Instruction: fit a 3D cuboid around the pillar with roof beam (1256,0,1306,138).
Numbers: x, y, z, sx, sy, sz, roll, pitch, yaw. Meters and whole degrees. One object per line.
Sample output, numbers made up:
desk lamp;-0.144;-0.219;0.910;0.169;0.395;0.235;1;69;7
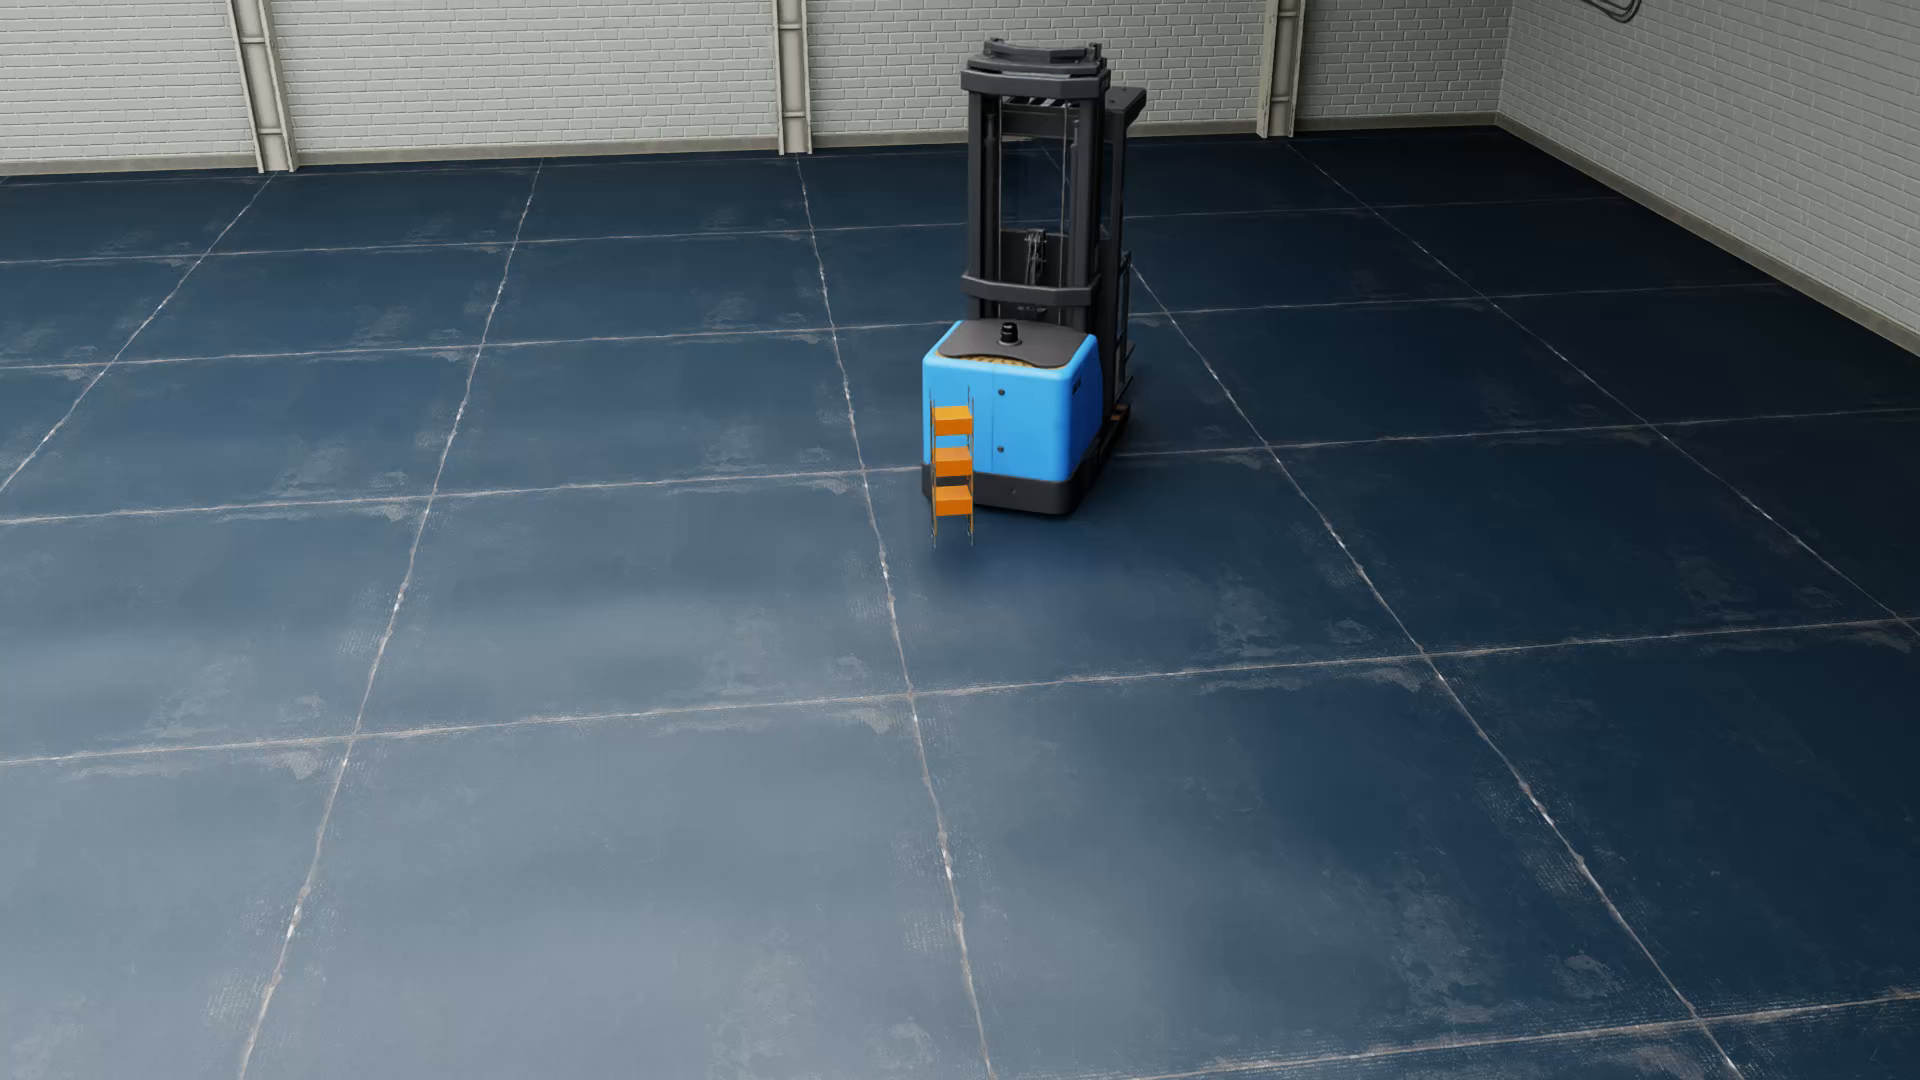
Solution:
pillar with roof beam;4.548;-7.149;15.027;0.400;9.000;9.100;-4;27;-7

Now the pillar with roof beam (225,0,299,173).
pillar with roof beam;-7.335;-6.385;13.540;0.400;9.000;9.100;-4;27;-7

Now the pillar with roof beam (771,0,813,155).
pillar with roof beam;-1.394;-6.767;14.284;0.400;9.000;9.100;-4;27;-7

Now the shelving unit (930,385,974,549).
shelving unit;-0.053;-0.464;10.706;0.252;1.050;0.215;-4;27;-7

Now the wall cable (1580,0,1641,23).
wall cable;7.050;-7.303;18.729;0.112;2.526;3.097;-4;27;-7

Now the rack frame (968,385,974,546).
rack frame;0.068;-0.471;10.721;0.008;1.050;0.200;-4;27;-7

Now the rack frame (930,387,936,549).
rack frame;-0.174;-0.456;10.691;0.008;1.050;0.200;-4;27;-7

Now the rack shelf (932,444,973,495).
rack shelf;-0.053;-0.454;10.711;0.240;0.259;0.215;-4;27;-7

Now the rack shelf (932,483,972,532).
rack shelf;-0.053;-0.207;10.838;0.240;0.259;0.215;-4;27;-7

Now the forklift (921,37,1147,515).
forklift;0.663;-2.128;11.889;1.130;2.935;3.031;8;28;15

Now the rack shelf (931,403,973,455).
rack shelf;-0.053;-0.707;10.581;0.240;0.259;0.215;-4;27;-7
